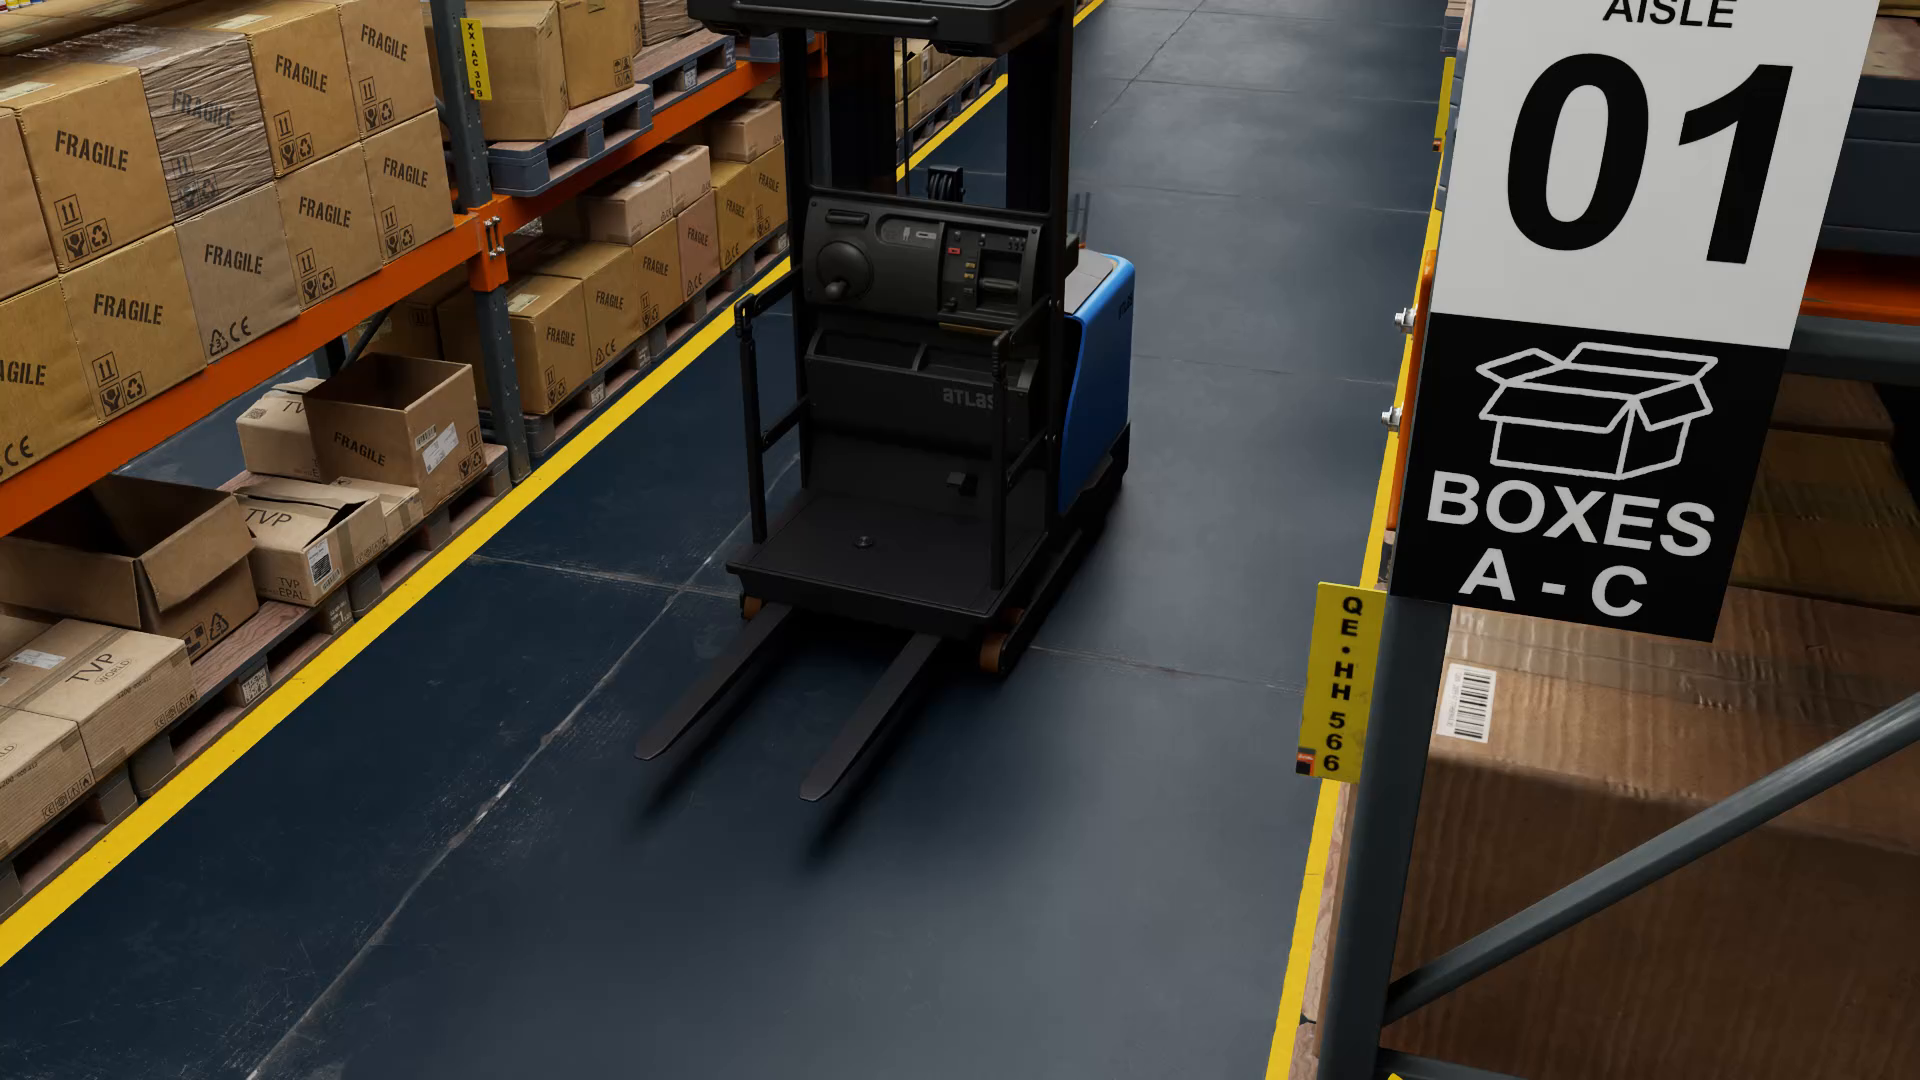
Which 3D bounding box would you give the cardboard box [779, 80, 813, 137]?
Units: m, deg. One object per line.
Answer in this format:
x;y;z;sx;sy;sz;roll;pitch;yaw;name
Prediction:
-0.898;-2.951;11.288;0.500;0.311;0.500;10;30;17;cardboard box

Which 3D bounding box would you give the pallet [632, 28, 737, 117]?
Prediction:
-1.898;-2.534;8.917;1.003;0.211;1.213;8;30;15;pallet

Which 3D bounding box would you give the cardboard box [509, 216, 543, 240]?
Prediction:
-2.335;-1.495;8.970;0.500;0.500;0.500;9;30;15;cardboard box

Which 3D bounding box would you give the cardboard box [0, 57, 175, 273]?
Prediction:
-2.852;-1.166;5.128;0.500;0.500;0.500;8;30;14;cardboard box

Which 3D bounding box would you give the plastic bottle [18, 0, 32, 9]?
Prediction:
-6.039;-3.510;10.679;0.097;0.201;0.097;0;29;0;plastic bottle

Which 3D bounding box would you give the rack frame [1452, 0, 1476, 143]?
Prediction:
1.056;-1.721;1.087;1.000;3.000;0.127;8;30;15;rack frame

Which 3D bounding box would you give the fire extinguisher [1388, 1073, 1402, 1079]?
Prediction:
0.571;1.102;2.647;0.296;0.674;0.183;8;30;15;fire extinguisher

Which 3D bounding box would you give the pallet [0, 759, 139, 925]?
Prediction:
-3.425;1.008;5.220;1.003;0.211;1.213;8;30;15;pallet

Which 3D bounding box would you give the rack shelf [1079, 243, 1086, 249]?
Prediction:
0.443;-1.351;7.806;0.258;0.103;0.180;10;16;18;rack shelf

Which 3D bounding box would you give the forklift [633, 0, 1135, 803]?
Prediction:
-0.226;-0.998;6.028;1.130;2.935;3.031;11;31;18;forklift

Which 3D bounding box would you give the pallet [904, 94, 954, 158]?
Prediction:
-0.693;-3.246;12.867;1.003;0.211;1.213;8;30;15;pallet

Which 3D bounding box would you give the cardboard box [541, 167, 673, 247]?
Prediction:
-1.838;-1.746;8.650;0.500;0.250;0.500;9;30;15;cardboard box

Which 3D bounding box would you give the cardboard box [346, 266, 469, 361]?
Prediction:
-2.635;-1.033;8.141;0.500;0.500;0.500;8;30;15;cardboard box

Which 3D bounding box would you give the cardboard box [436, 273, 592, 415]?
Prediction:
-2.131;-0.953;7.997;0.500;0.500;0.500;7;30;13;cardboard box

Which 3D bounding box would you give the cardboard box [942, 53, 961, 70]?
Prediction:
-0.298;-3.905;13.003;0.500;0.311;0.500;8;30;15;cardboard box

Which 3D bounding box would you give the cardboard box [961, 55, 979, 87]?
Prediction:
-0.153;-3.894;13.561;0.500;0.250;0.500;8;30;14;cardboard box

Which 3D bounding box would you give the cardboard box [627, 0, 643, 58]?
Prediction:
-2.047;-2.720;8.520;0.700;0.500;0.500;1;29;2;cardboard box

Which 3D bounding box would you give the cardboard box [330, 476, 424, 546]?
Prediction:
-2.455;-0.122;6.863;0.380;0.149;0.250;8;30;15;cardboard box

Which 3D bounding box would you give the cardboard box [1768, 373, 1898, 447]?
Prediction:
1.632;-0.161;4.146;0.980;0.700;0.700;7;30;12;cardboard box

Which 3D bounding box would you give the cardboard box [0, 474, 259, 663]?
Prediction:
-3.053;0.109;6.083;0.797;0.503;0.637;8;30;15;cardboard box

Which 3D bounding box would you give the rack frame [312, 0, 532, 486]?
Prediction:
-2.506;-1.663;7.154;1.000;3.000;0.127;8;30;15;rack frame

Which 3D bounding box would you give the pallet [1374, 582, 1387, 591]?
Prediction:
1.932;0.603;5.949;1.003;0.211;1.213;8;30;15;pallet

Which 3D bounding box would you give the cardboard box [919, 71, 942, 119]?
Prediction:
-0.453;-3.420;12.709;0.500;0.250;0.500;9;30;16;cardboard box

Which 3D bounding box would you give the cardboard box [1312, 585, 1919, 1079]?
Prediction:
1.197;0.531;2.901;0.980;0.700;0.700;10;31;17;cardboard box

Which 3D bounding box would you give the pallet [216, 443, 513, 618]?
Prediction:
-2.709;-0.125;7.259;1.003;0.211;1.213;8;30;15;pallet

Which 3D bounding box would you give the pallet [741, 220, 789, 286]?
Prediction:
-1.587;-1.962;10.560;1.003;0.211;1.213;8;30;15;pallet

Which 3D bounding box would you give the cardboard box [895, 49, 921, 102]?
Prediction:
-0.600;-3.433;12.154;0.500;0.311;0.500;8;30;14;cardboard box

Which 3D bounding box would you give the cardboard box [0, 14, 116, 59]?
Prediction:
-3.216;-1.486;5.705;0.500;0.500;0.500;8;30;13;cardboard box

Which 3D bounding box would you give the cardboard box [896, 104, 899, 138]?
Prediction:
-0.751;-2.939;11.844;0.500;0.250;0.500;8;30;13;cardboard box

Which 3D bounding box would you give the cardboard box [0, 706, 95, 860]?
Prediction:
-3.103;0.760;5.173;0.500;0.250;0.500;8;30;15;cardboard box

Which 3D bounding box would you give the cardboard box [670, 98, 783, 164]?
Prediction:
-1.395;-2.455;9.925;0.500;0.250;0.500;10;31;17;cardboard box

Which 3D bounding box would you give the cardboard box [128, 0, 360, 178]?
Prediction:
-2.555;-1.633;5.969;0.500;0.500;0.500;8;30;14;cardboard box

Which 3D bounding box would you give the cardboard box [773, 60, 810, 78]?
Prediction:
-1.267;-3.270;11.862;0.500;0.311;0.500;8;30;14;cardboard box

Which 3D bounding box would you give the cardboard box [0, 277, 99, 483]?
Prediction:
-3.001;-0.490;4.942;0.500;0.500;0.500;8;30;15;cardboard box

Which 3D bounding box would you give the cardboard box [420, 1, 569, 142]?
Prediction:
-2.153;-2.079;7.366;0.700;0.500;0.500;-1;29;-2;cardboard box

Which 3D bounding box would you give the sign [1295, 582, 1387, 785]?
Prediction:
0.542;0.207;2.357;0.100;0.325;0.005;8;30;15;sign

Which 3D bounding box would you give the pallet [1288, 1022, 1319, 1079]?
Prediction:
1.216;1.737;3.911;1.003;0.211;1.213;8;30;15;pallet

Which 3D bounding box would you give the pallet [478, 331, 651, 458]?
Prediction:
-2.303;-0.828;8.521;1.003;0.211;1.213;8;30;15;pallet

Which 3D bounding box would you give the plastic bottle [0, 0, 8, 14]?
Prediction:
-6.096;-3.420;10.517;0.097;0.201;0.097;0;29;0;plastic bottle

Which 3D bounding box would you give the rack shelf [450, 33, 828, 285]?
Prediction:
-1.919;-2.278;9.000;1.077;0.370;4.000;8;30;15;rack shelf

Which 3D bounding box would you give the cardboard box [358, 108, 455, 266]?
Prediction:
-2.408;-1.438;6.646;0.500;0.500;0.500;9;30;16;cardboard box

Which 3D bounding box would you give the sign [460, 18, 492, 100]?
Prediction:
-1.985;-1.968;6.811;0.100;0.325;0.005;8;30;15;sign

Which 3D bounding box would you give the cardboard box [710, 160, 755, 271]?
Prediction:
-1.534;-1.913;9.723;0.500;0.500;0.500;7;30;13;cardboard box

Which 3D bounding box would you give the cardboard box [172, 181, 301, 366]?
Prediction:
-2.706;-0.959;5.786;0.500;0.500;0.500;9;30;16;cardboard box

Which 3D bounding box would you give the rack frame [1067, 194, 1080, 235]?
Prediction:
0.385;-1.028;7.805;0.240;1.200;0.006;10;16;18;rack frame

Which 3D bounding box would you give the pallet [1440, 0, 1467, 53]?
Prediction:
3.512;-3.080;9.898;1.213;0.211;1.003;8;30;15;pallet

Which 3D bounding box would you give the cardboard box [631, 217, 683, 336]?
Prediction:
-1.831;-1.434;8.861;0.500;0.500;0.500;9;30;15;cardboard box

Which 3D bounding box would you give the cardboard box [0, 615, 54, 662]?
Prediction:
-3.449;0.480;5.677;0.500;0.250;0.500;8;30;15;cardboard box

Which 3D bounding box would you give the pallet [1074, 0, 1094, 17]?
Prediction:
0.832;-5.660;17.207;1.003;0.211;1.213;8;30;15;pallet

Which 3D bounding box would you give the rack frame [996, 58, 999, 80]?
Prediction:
-0.158;-5.381;13.837;1.000;3.000;0.127;8;30;15;rack frame

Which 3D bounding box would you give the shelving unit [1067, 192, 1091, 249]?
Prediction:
0.415;-1.048;7.889;0.258;1.200;0.189;10;16;18;shelving unit
